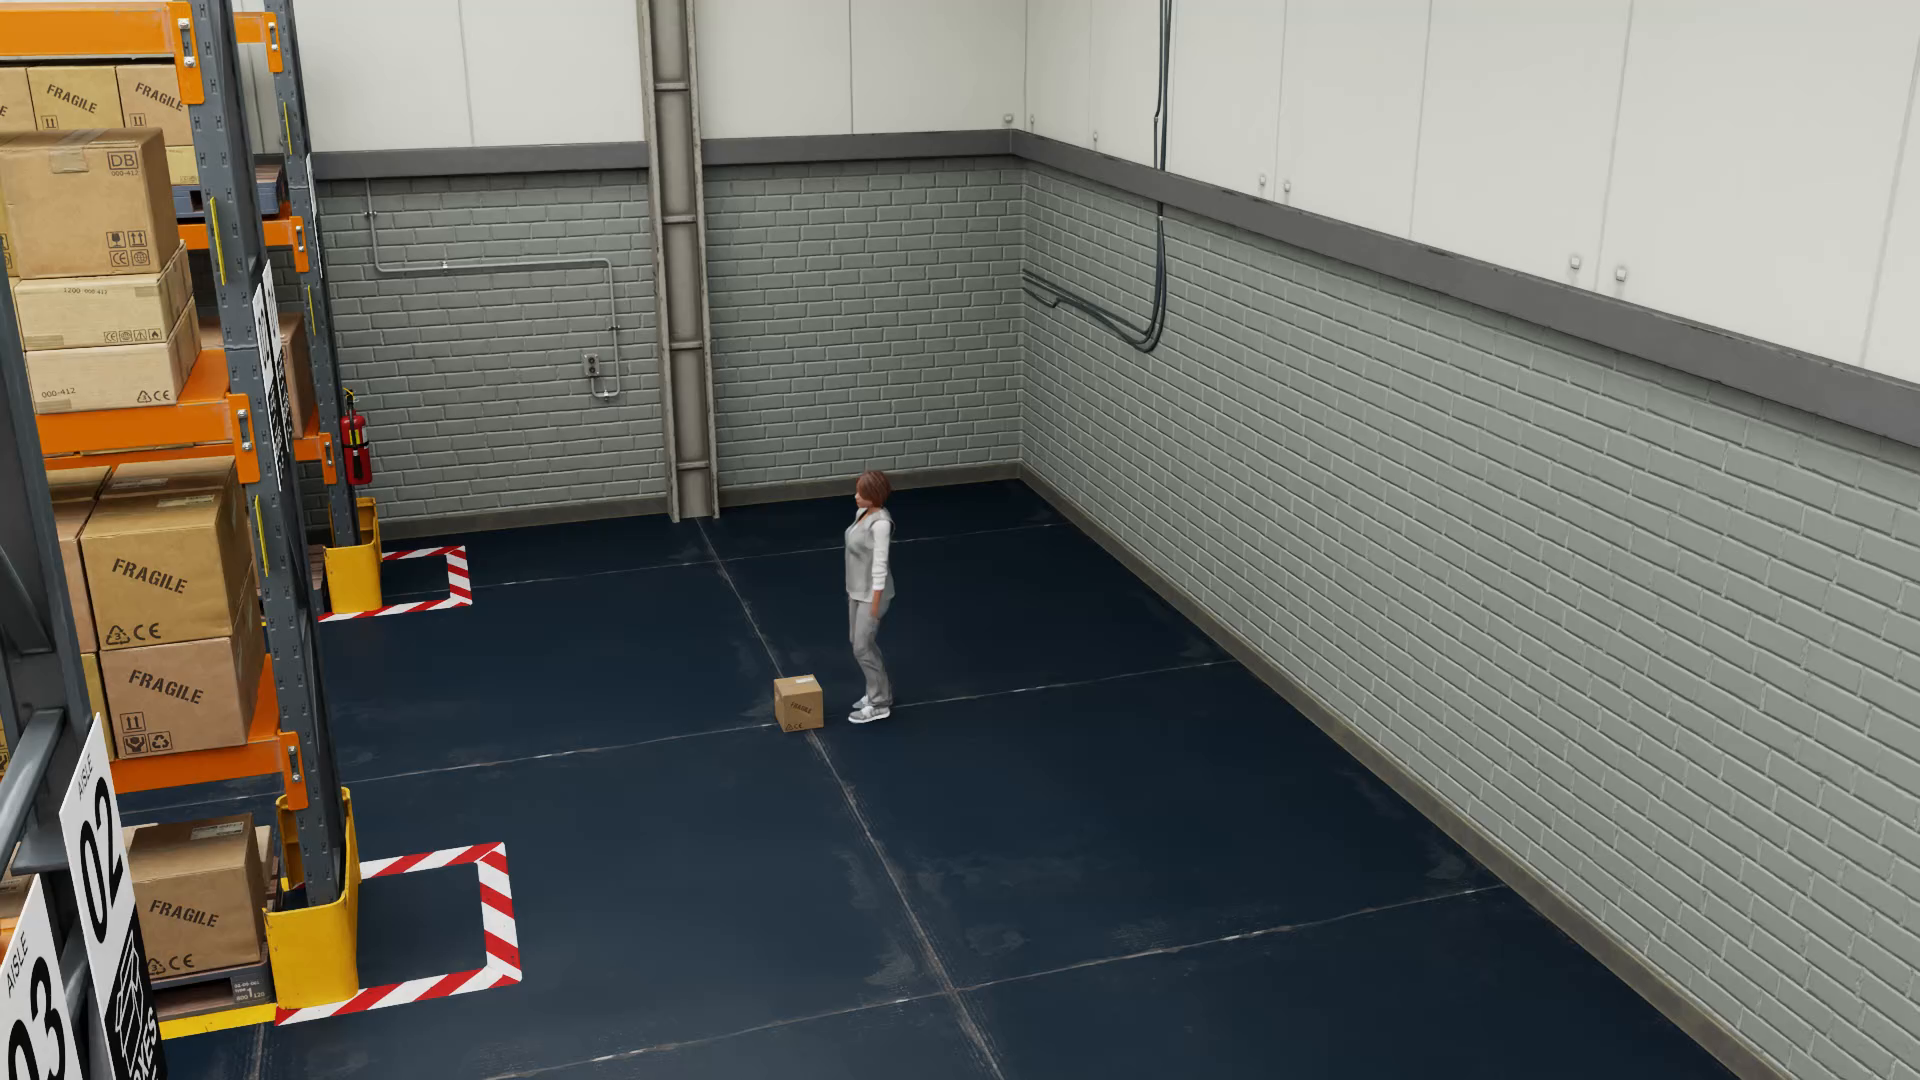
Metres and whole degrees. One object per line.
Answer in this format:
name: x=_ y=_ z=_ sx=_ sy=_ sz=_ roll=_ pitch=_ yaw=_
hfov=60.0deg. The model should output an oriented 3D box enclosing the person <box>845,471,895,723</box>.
person: x=-0.557 y=0.361 z=10.154 sx=0.331 sy=1.611 sz=0.409 roll=-6 pitch=20 yaw=-15
